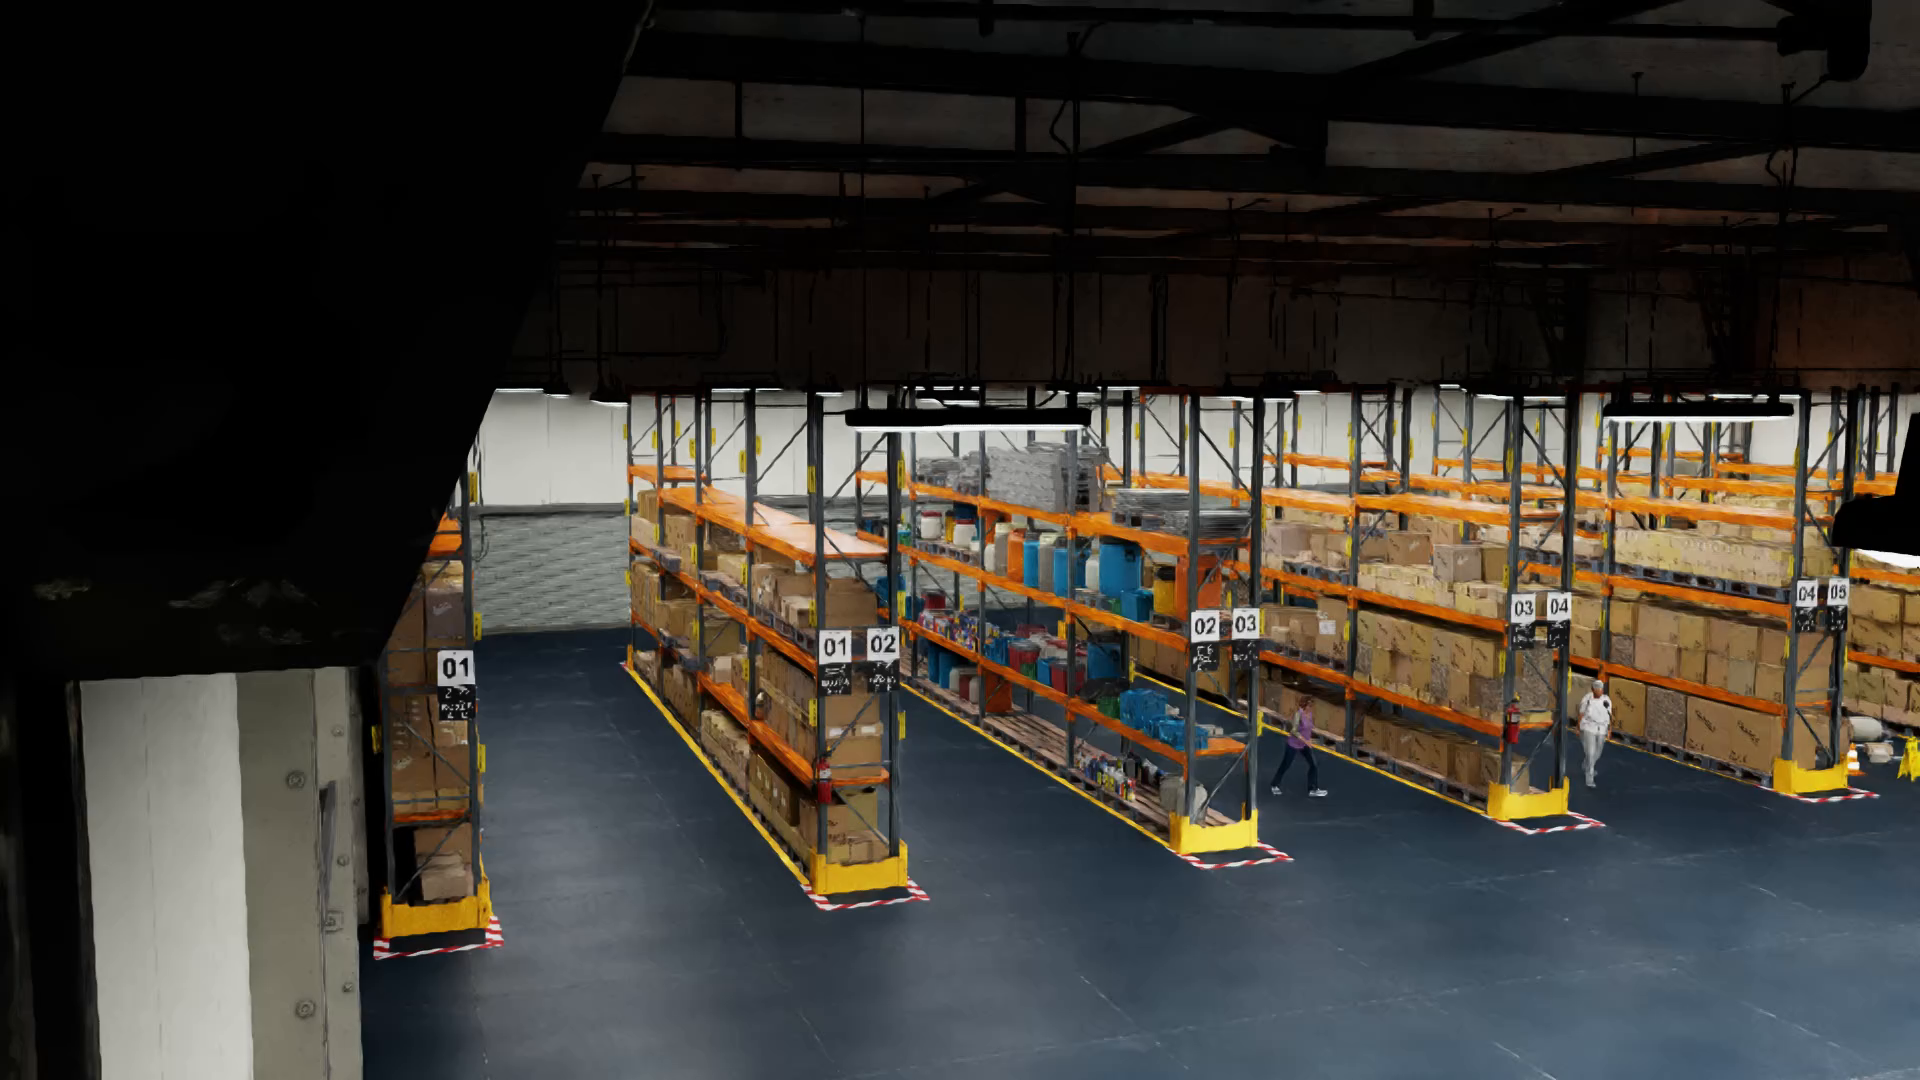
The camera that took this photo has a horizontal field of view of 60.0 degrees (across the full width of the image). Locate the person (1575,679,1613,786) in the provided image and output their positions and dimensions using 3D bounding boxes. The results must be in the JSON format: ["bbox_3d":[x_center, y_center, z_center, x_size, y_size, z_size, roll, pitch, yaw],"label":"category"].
[{"bbox_3d":[9.692,2.902,25.412,0.500,1.609,0.909,0,6,-3],"label":"person"}]

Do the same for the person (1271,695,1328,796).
[{"bbox_3d":[5.009,3.021,24.603,0.562,1.528,0.778,-5,7,-38],"label":"person"}]
